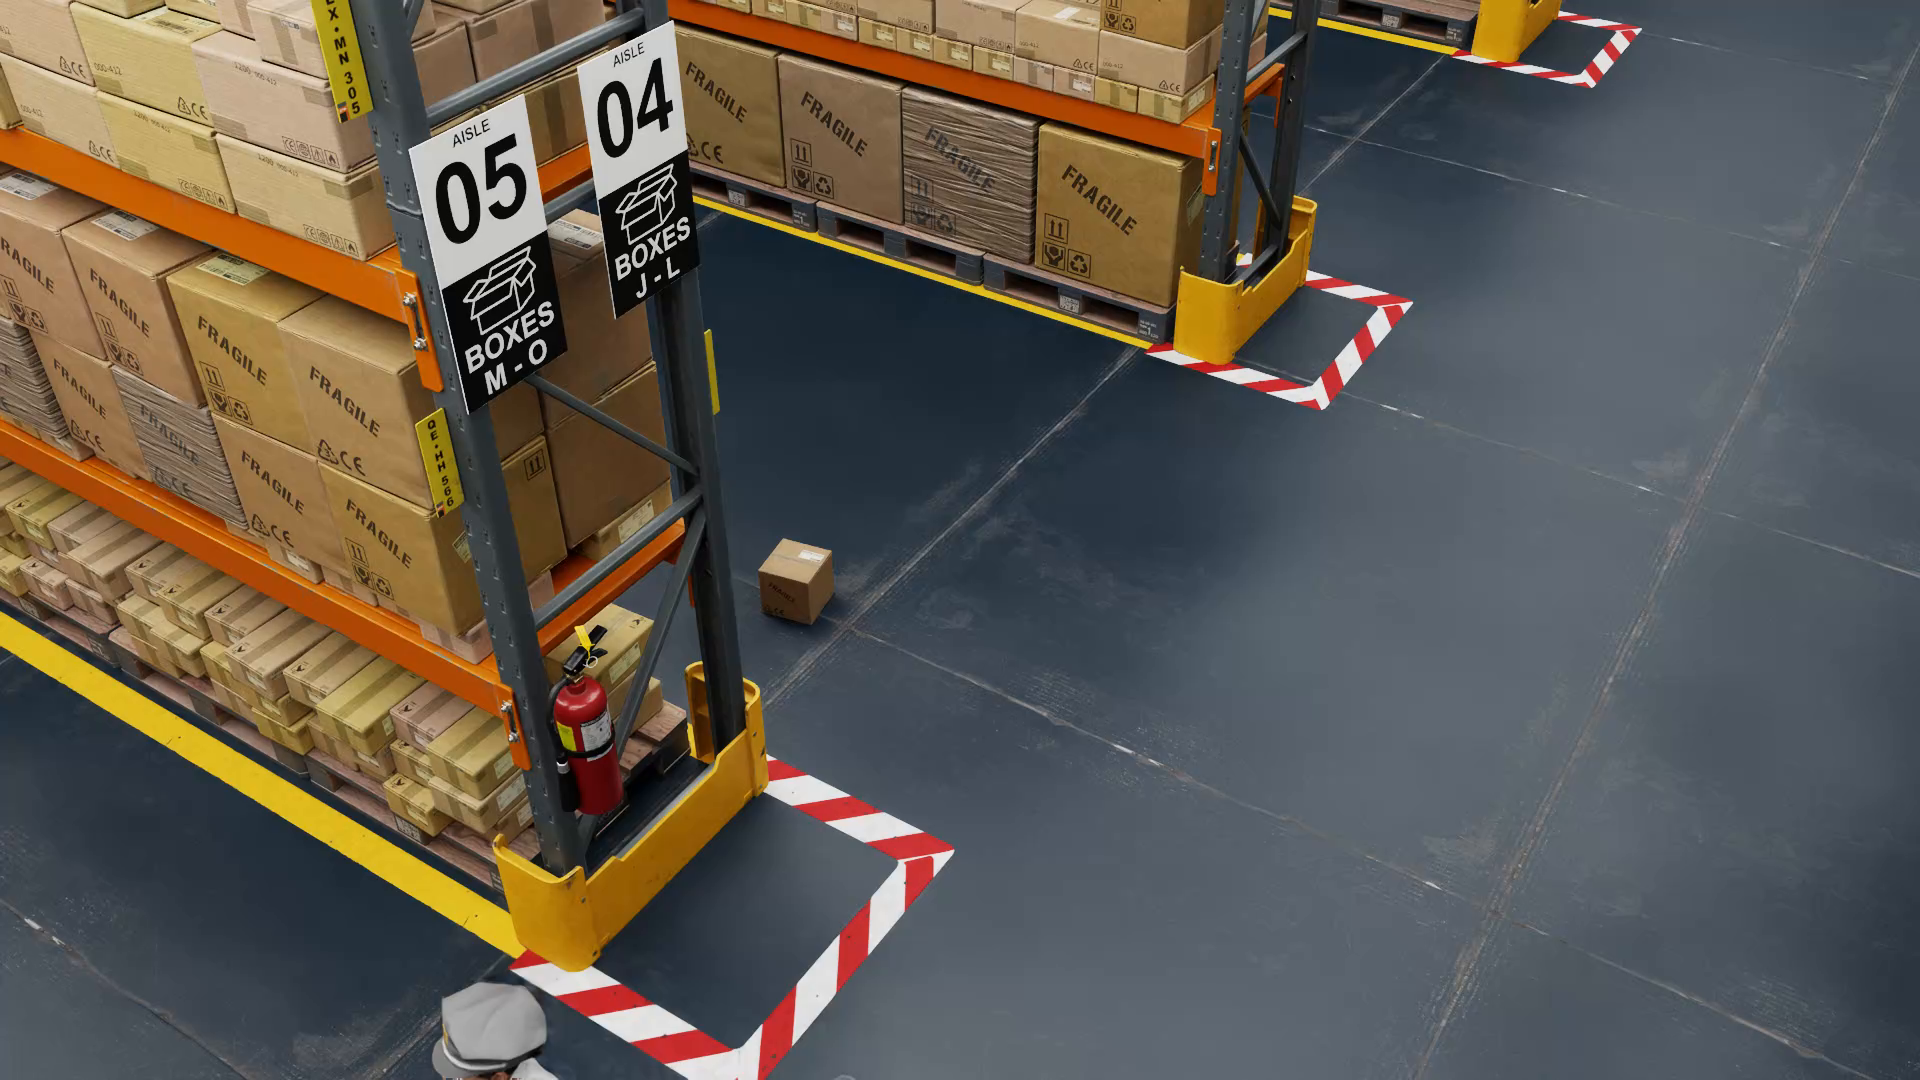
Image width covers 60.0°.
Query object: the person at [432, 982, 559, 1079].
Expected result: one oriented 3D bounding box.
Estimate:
[{"bbox_3d":[-1.171,1.759,4.451,1.070,1.609,0.531,-28,46,-30],"label":"person"}]
